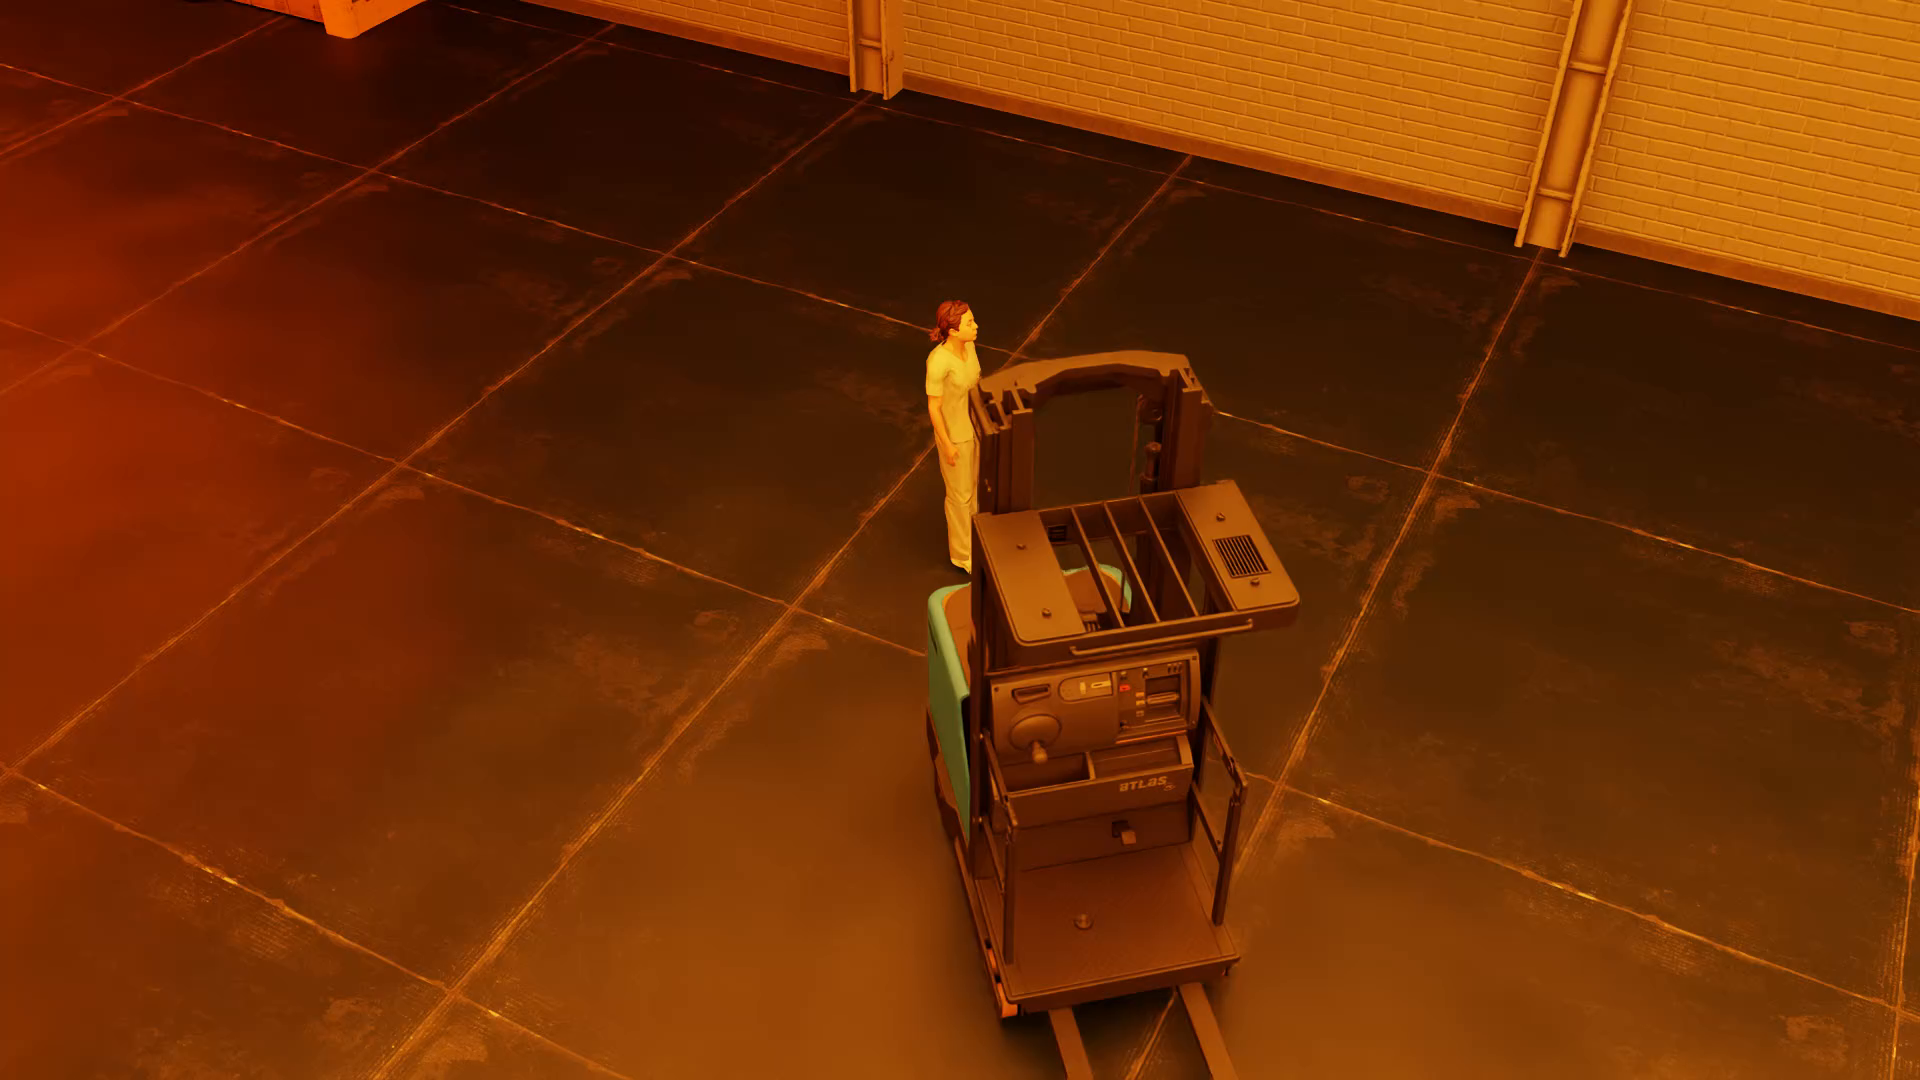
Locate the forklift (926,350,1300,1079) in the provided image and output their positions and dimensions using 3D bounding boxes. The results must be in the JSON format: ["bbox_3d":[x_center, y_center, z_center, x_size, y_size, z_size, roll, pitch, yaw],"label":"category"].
[{"bbox_3d":[0.639,0.803,7.033,1.130,2.935,3.031,-8,41,-9],"label":"forklift"}]

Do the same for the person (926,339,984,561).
[{"bbox_3d":[0.022,-0.564,9.761,0.395,1.362,0.518,18,43,21],"label":"person"}]
